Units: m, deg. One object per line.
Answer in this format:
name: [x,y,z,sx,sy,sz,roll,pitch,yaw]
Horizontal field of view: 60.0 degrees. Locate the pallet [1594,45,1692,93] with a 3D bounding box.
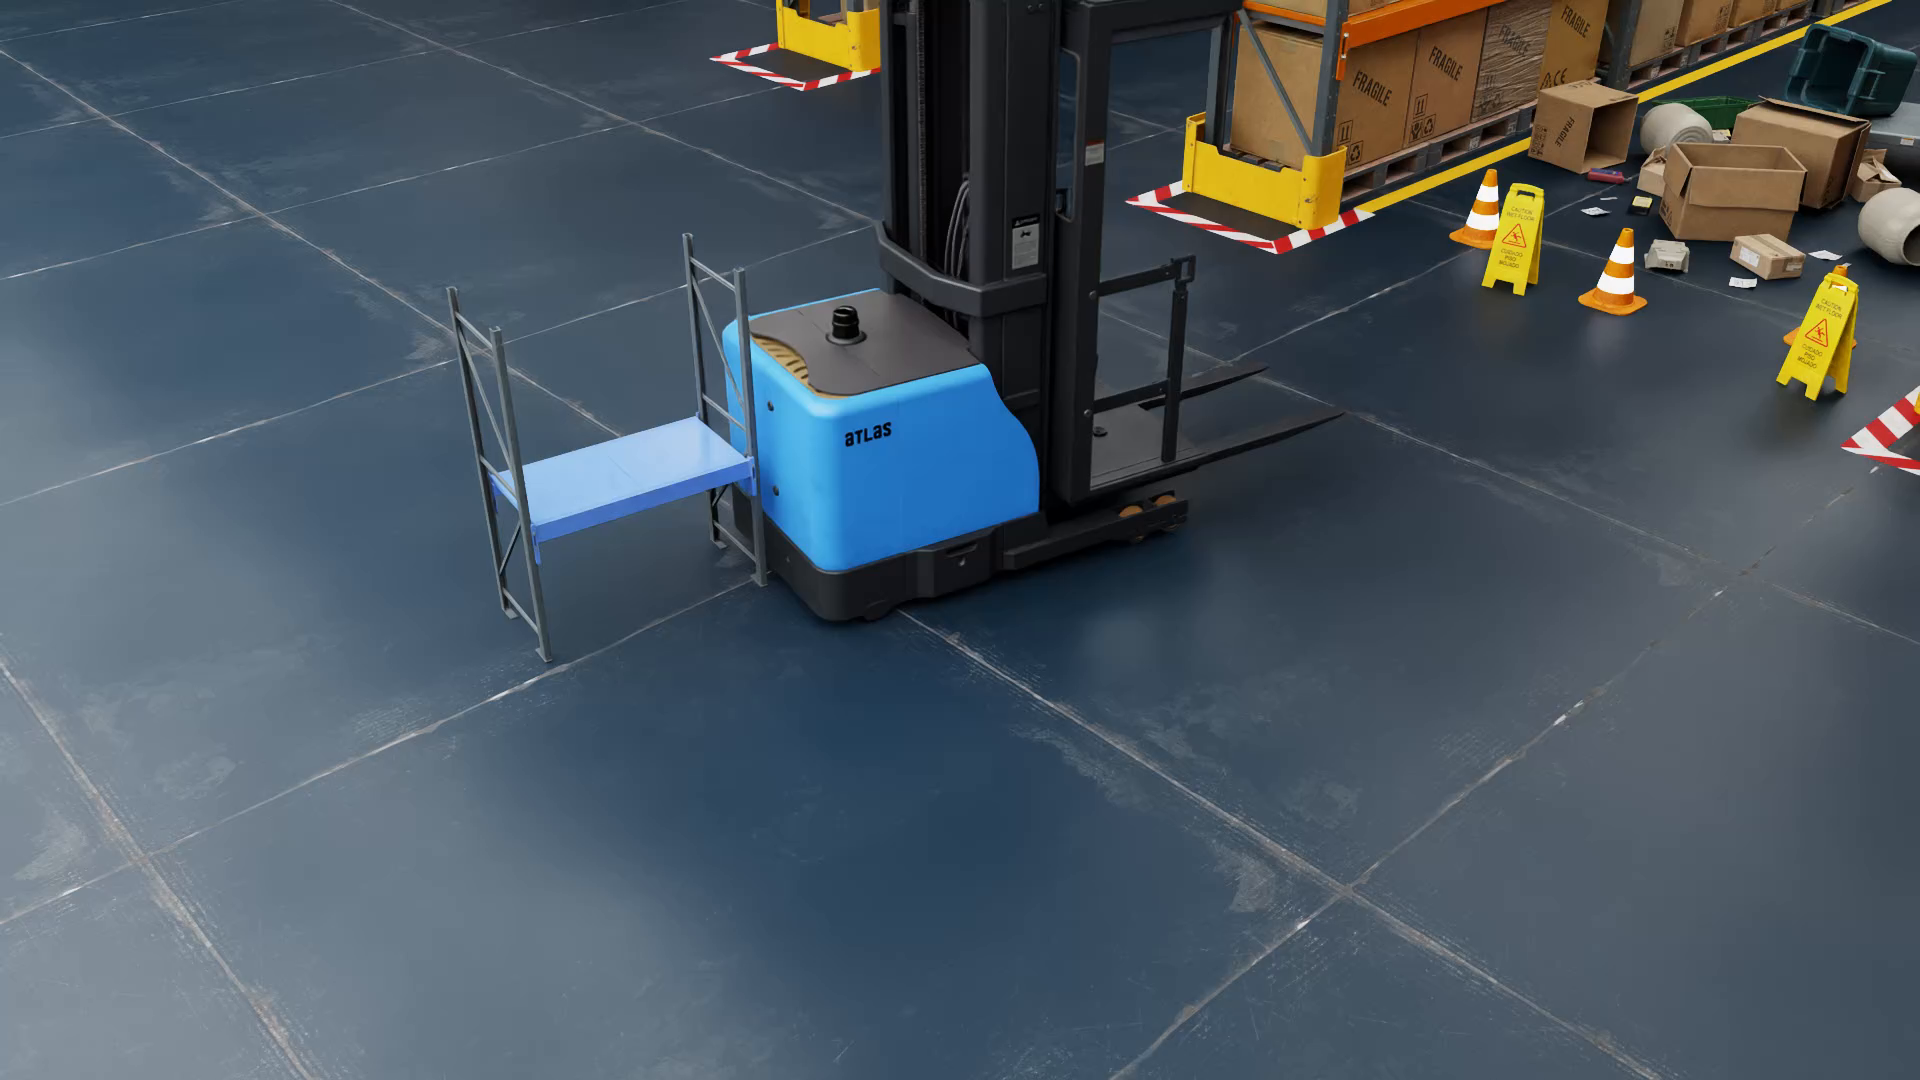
pallet: [5.542,-4.166,14.360,1.213,0.211,1.003,-26,40,-35]

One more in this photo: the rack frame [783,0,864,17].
rack frame: [-1.204,-5.567,13.979,0.127,3.000,1.000,-26,40,-35]

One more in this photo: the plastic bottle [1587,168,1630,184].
plastic bottle: [4.675,-2.616,11.970,0.283,0.061,0.133,15,34,23]

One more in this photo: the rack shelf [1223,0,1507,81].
rack shelf: [3.561,-4.036,12.165,4.000,0.370,1.077,-26,40,-35]

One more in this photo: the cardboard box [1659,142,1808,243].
cardboard box: [5.101,-2.303,11.033,0.797,0.503,0.637,4,32,6]

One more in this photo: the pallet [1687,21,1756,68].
pallet: [6.437,-4.601,15.071,1.213,0.211,1.003,-26,40,-35]

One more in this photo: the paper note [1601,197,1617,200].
paper note: [4.546,-2.392,11.652,0.123,0.001,0.032,-7,32,-11]

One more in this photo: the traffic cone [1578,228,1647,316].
traffic cone: [3.969,-1.644,9.995,0.334,0.463,0.336,-26,40,-35]

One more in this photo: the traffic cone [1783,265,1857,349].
traffic cone: [4.973,-1.340,9.498,0.334,0.463,0.336,-26,40,-35]

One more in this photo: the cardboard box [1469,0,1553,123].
cardboard box: [3.861,-3.808,12.736,0.875,0.875,0.875,-25,40,-35]

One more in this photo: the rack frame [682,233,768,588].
rack frame: [-1.011,-0.539,7.194,0.032,1.500,0.500,-20,37,-29]

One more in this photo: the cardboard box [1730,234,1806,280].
cardboard box: [5.122,-1.797,10.547,0.250,0.149,0.380,-7,32,-11]

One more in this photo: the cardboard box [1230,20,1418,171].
cardboard box: [2.547,-3.172,11.697,0.875,0.875,0.875,-26,40,-35]

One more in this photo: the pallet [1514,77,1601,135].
pallet: [4.417,-3.623,13.473,1.213,0.211,1.003,-26,40,-35]

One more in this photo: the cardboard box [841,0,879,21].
cardboard box: [-0.734,-4.895,14.873,0.500,0.500,0.500,-18,36,-27]

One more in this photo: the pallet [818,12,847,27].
pallet: [-0.528,-4.679,15.200,1.213,0.211,1.003,-26,40,-35]

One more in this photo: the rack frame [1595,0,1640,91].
rack frame: [5.028,-5.053,13.138,0.127,3.000,1.000,-26,40,-35]

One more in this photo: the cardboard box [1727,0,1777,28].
cardboard box: [6.814,-5.198,15.129,0.750,0.750,1.050,-25,39,-35]

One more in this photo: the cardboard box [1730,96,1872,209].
cardboard box: [5.781,-2.695,11.546,0.503,0.637,0.797,-26,40,-35]

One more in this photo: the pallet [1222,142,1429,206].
pallet: [2.628,-2.758,12.058,1.213,0.211,1.003,-26,40,-35]

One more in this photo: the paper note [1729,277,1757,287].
paper note: [4.874,-1.606,10.348,0.148,0.019,0.142,15,34,23]

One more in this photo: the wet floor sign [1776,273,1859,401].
wet floor sign: [4.668,-1.114,8.953,0.232,0.644,0.267,-12,34,-19]

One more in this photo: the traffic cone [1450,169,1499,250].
traffic cone: [3.450,-2.197,10.899,0.334,0.463,0.336,-26,40,-35]

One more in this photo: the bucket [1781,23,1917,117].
bucket: [6.496,-3.374,12.074,0.620,0.611,0.726,-3,30,-25]

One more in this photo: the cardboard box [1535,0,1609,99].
cardboard box: [4.519,-4.129,13.261,0.875,0.875,0.875,-25,39,-35]

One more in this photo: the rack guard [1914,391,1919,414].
rack guard: [5.590,-0.737,8.476,0.348,0.500,1.175,-26,40,-35]

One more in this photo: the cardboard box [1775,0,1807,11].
cardboard box: [7.453,-5.509,15.638,0.750,0.750,1.050,-26,40,-36]

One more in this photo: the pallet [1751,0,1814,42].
pallet: [7.332,-5.031,15.775,1.213,0.211,1.003,-26,40,-35]

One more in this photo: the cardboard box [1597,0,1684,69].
cardboard box: [5.422,-4.527,14.031,0.750,0.750,1.050,-26,40,-36]

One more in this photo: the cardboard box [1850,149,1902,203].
cardboard box: [6.411,-2.561,11.683,0.258,0.266,0.396,4,32,6]

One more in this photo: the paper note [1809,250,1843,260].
paper note: [5.599,-1.845,10.749,0.142,0.019,0.148,-12,34,-19]

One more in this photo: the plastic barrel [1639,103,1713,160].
plastic barrel: [5.239,-2.964,12.192,0.421,0.421,0.512,-1,31,-2]

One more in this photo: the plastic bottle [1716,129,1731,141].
plastic bottle: [5.851,-3.124,12.800,0.133,0.061,0.283,9,33,15]

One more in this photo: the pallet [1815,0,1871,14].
pallet: [8.535,-5.559,16.638,1.213,0.211,1.003,-26,40,-35]

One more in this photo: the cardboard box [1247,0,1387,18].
cardboard box: [2.336,-3.847,11.022,0.550,0.550,0.875,-26,40,-35]

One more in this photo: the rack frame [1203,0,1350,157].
rack frame: [2.095,-3.634,10.817,0.127,3.000,1.000,-26,40,-35]

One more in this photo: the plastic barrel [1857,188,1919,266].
plastic barrel: [6.020,-1.989,10.597,0.421,0.421,0.512,-1,31,-2]

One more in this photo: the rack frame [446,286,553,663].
rack frame: [-1.849,-0.239,6.704,0.032,1.500,0.500,-20,37,-29]

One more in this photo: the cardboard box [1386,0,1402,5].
cardboard box: [2.724,-4.050,11.355,0.550,0.550,0.875,-26,40,-35]

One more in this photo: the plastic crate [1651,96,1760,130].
plastic crate: [5.791,-3.315,12.936,0.662,0.188,0.450,-7,22,-11]

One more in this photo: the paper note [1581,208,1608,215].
paper note: [4.368,-2.258,11.416,0.142,0.017,0.144,-12,34,-19]

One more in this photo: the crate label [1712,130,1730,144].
crate label: [5.627,-2.981,12.494,0.298,0.136,0.250,4,32,6]

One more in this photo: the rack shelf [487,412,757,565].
rack shelf: [-1.430,-0.236,7.043,1.000,0.185,0.538,-20,37,-29]

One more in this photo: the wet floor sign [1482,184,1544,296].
wet floor sign: [3.420,-1.862,10.176,0.267,0.644,0.232,22,37,31]

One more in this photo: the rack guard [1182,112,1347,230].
rack guard: [2.077,-2.559,11.456,0.348,0.500,1.175,-26,40,-35]

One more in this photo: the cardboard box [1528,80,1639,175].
cardboard box: [4.587,-3.044,12.247,0.500,0.500,0.500,-19,36,-28]

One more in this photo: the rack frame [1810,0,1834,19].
rack frame: [7.961,-6.472,15.458,0.127,3.000,1.000,-26,40,-35]

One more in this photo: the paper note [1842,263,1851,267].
paper note: [5.639,-1.746,10.596,0.123,0.001,0.032,-26,40,-35]

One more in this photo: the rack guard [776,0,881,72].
rack guard: [-1.148,-4.528,14.675,0.348,0.500,1.175,-26,40,-35]

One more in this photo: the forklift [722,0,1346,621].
forklift: [0.479,-1.461,7.330,3.031,2.935,1.130,-17,35,-26]

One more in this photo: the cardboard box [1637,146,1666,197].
cardboard box: [5.020,-2.572,11.702,0.258,0.266,0.396,-19,36,-28]

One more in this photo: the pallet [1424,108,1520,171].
pallet: [3.522,-3.188,12.762,1.213,0.211,1.003,-26,40,-35]

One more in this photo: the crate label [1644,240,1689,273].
crate label: [4.503,-1.807,10.575,0.250,0.136,0.298,9,33,15]

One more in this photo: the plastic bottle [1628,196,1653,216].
plastic bottle: [4.705,-2.319,11.483,0.133,0.061,0.283,15,34,23]

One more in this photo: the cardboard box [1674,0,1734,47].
cardboard box: [6.132,-4.867,14.589,0.750,0.750,1.050,-26,40,-35]

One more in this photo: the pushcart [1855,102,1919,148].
pushcart: [6.881,-2.931,12.181,1.648,0.377,0.936,15,34,23]

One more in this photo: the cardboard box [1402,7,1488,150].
cardboard box: [3.191,-3.485,12.209,0.875,0.875,0.875,-27,40,-36]

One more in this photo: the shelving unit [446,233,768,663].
shelving unit: [-1.430,-0.389,6.949,1.048,1.500,0.538,-20,37,-29]
